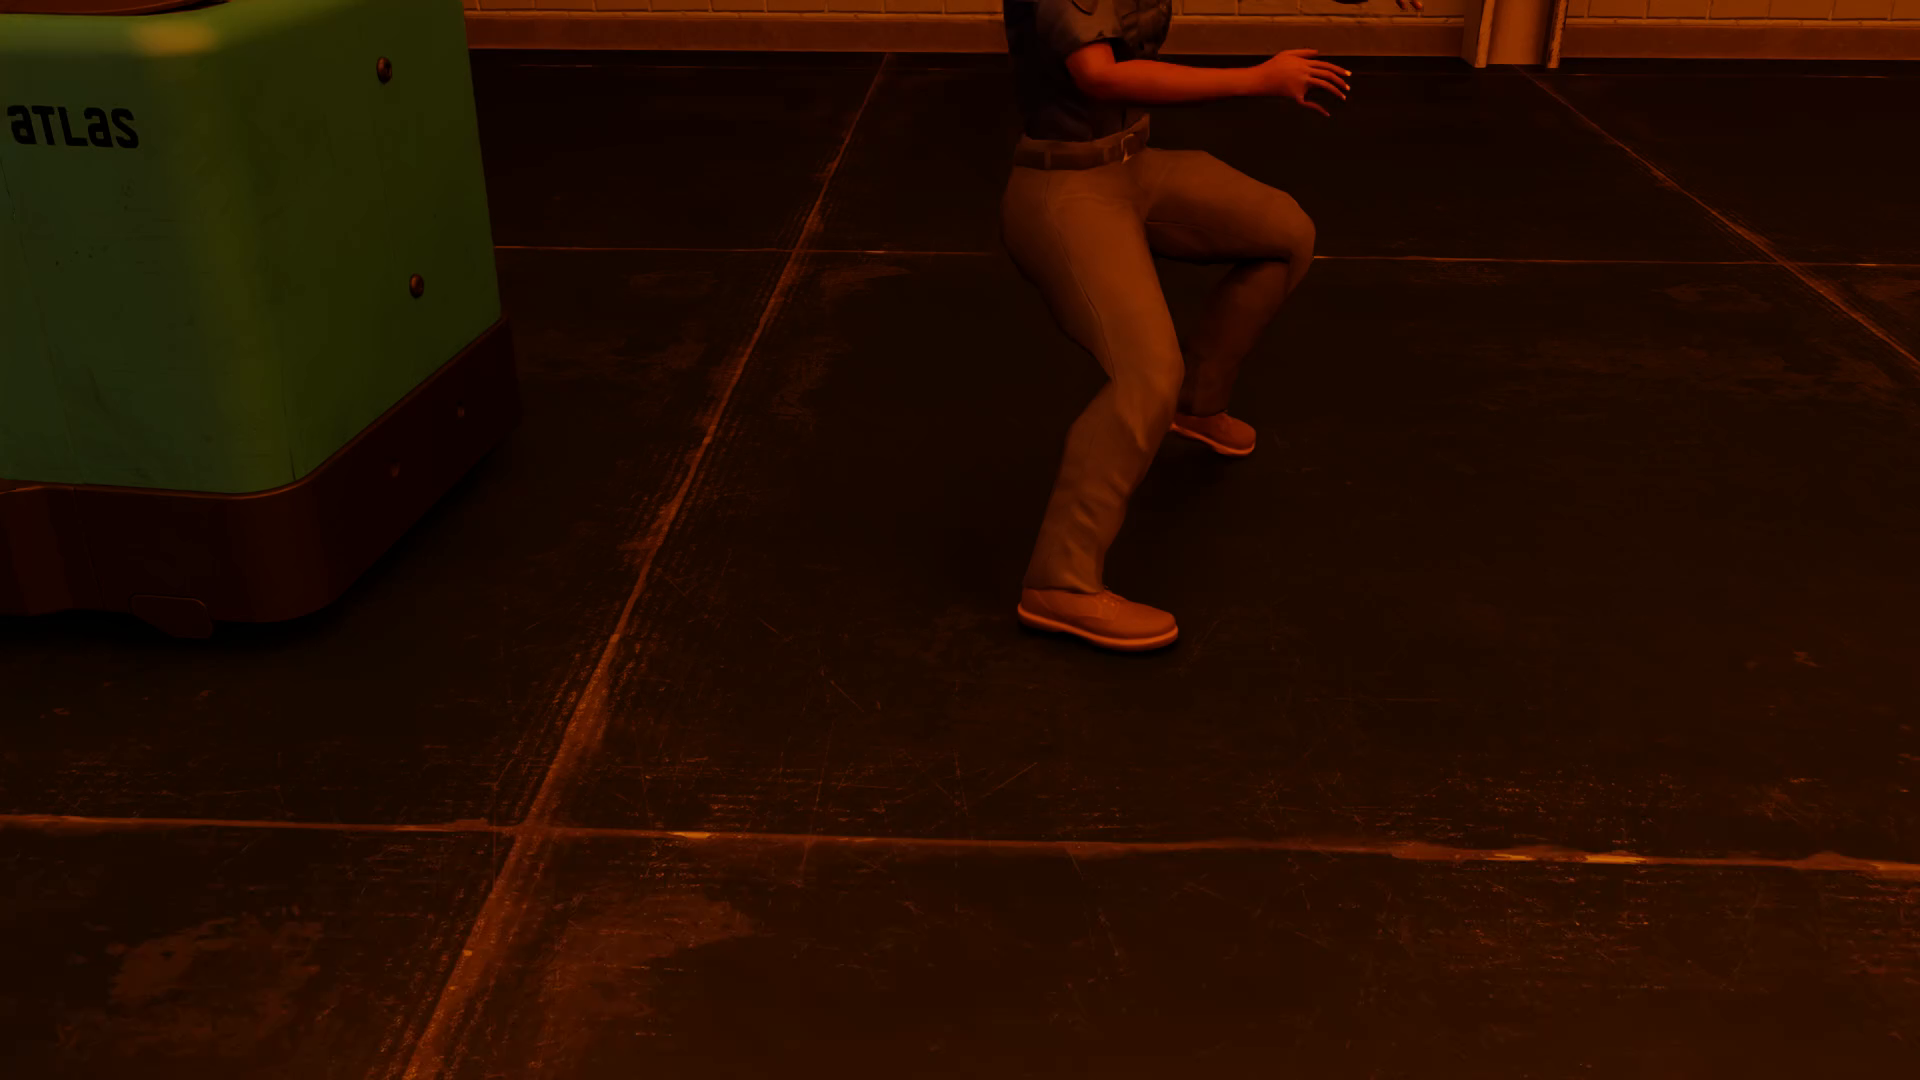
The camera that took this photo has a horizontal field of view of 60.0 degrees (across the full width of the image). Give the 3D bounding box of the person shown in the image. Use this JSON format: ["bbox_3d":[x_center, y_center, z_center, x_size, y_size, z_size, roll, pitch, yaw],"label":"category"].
[{"bbox_3d":[0.412,-0.651,3.038,0.682,1.428,0.994,17,31,30],"label":"person"}]

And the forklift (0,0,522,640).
[{"bbox_3d":[-2.542,-1.428,2.913,3.031,2.935,1.130,4,27,8],"label":"forklift"}]
